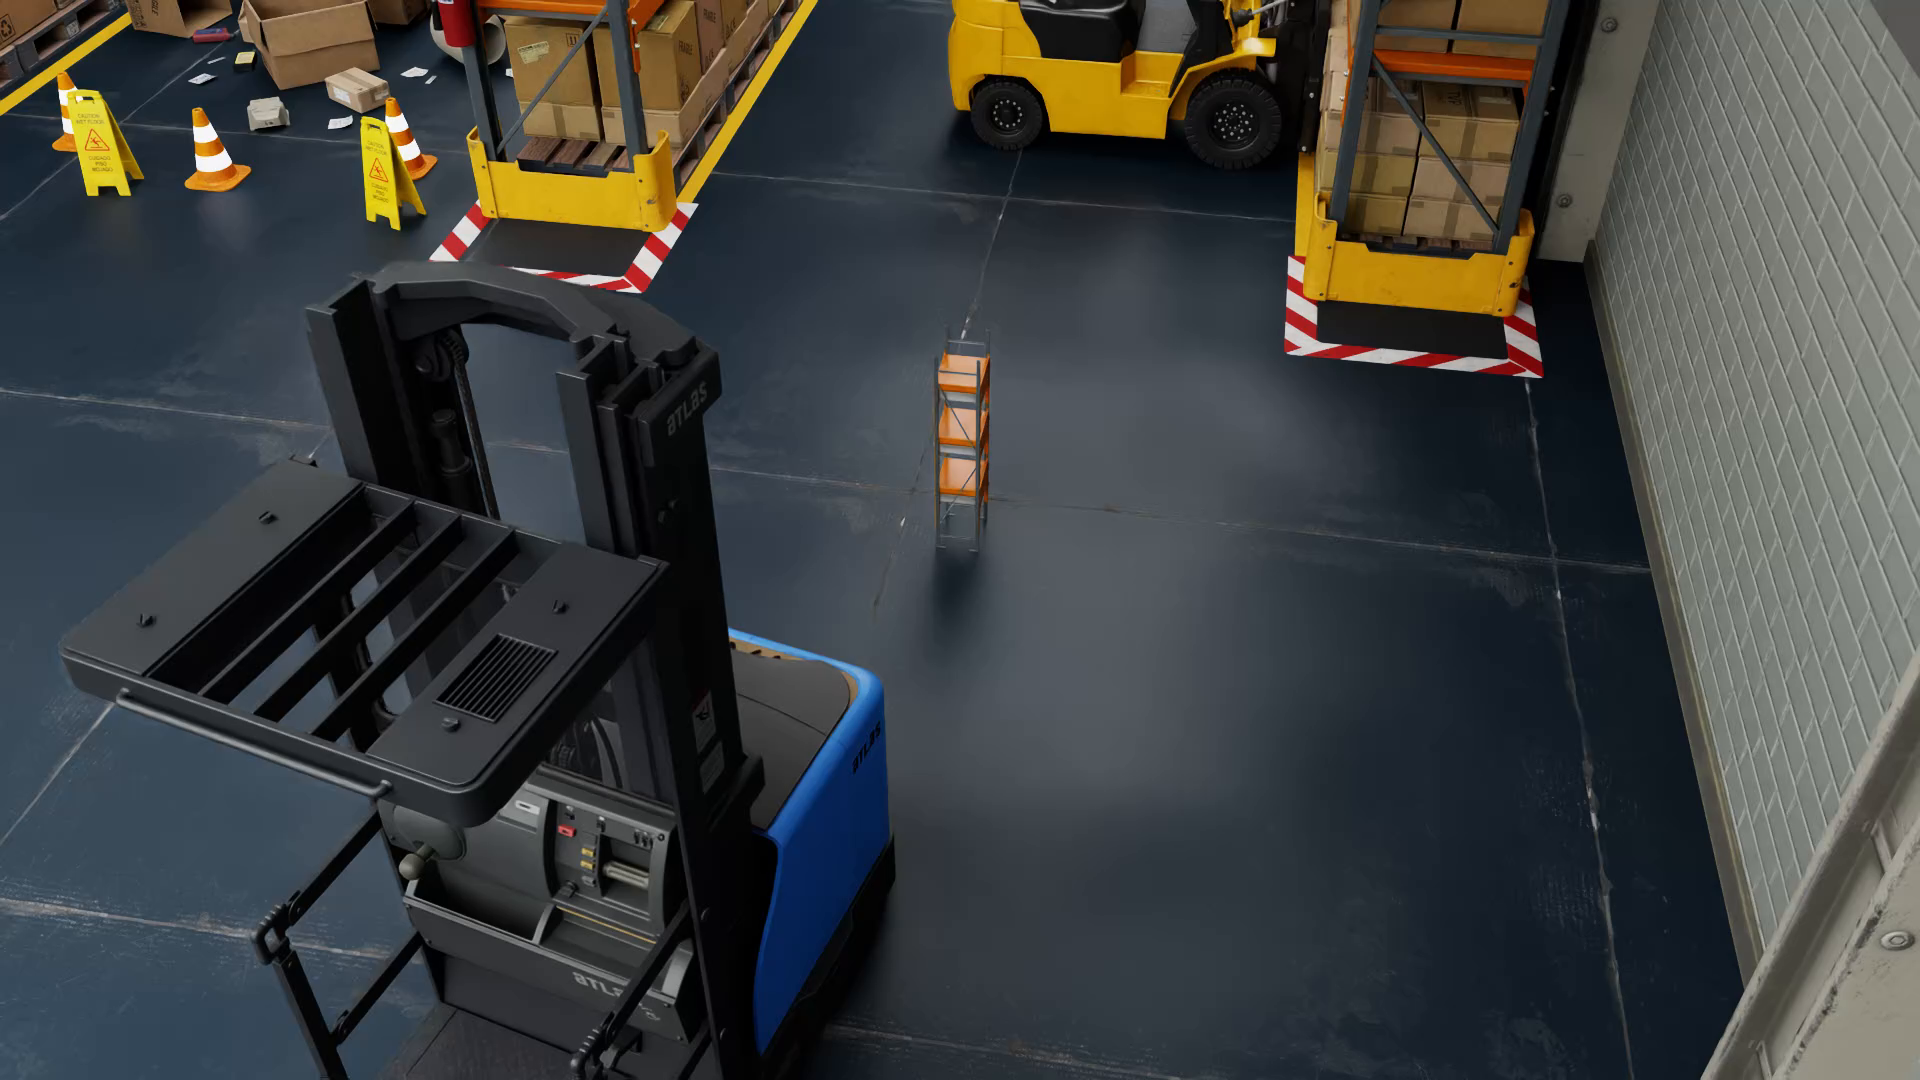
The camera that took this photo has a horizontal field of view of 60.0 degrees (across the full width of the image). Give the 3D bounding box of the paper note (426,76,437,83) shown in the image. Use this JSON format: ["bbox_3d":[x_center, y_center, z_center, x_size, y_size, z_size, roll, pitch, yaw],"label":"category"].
[{"bbox_3d":[-3.702,-3.223,11.640,0.032,0.001,0.123,6,40,8],"label":"paper note"}]

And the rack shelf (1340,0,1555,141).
[{"bbox_3d":[2.894,-3.556,10.262,1.077,0.370,4.000,6,40,8],"label":"rack shelf"}]

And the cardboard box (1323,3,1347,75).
[{"bbox_3d":[2.481,-3.028,10.102,0.500,0.250,0.500,7,40,8],"label":"cardboard box"}]

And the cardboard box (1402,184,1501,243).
[{"bbox_3d":[2.826,-1.967,9.603,0.500,0.250,0.500,7,40,8],"label":"cardboard box"}]

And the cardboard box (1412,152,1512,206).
[{"bbox_3d":[2.834,-2.145,9.426,0.500,0.250,0.500,7,40,8],"label":"cardboard box"}]

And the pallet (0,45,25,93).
[{"bbox_3d":[-7.173,-3.041,11.263,1.003,0.211,1.213,6,40,8],"label":"pallet"}]

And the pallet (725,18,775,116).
[{"bbox_3d":[-1.939,-3.365,11.655,1.003,0.211,1.213,6,40,8],"label":"pallet"}]

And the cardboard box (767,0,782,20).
[{"bbox_3d":[-1.569,-4.000,12.062,0.500,0.250,0.500,5,40,6],"label":"cardboard box"}]

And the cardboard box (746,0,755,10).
[{"bbox_3d":[-1.661,-3.984,11.454,0.500,0.500,0.500,8,40,10],"label":"cardboard box"}]

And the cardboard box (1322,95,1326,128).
[{"bbox_3d":[2.422,-2.526,9.888,0.500,0.250,0.500,6,40,7],"label":"cardboard box"}]

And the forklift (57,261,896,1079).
[{"bbox_3d":[-1.277,0.888,4.376,1.130,2.935,3.031,15,42,17],"label":"forklift"}]

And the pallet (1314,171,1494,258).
[{"bbox_3d":[2.639,-1.988,9.989,1.003,0.211,1.213,6,40,8],"label":"pallet"}]

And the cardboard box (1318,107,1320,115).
[{"bbox_3d":[2.577,-2.962,10.807,0.500,0.250,0.500,8,40,9],"label":"cardboard box"}]

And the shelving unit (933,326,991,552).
[{"bbox_3d":[0.009,-0.438,7.456,0.215,1.050,0.252,6,40,8],"label":"shelving unit"}]

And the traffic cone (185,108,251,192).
[{"bbox_3d":[-4.689,-2.466,10.370,0.336,0.463,0.334,6,40,8],"label":"traffic cone"}]

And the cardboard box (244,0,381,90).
[{"bbox_3d":[-4.531,-3.542,11.640,0.797,0.503,0.637,-20,44,-23],"label":"cardboard box"}]

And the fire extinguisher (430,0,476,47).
[{"bbox_3d":[-2.815,-3.072,9.173,0.296,0.674,0.183,6,40,8],"label":"fire extinguisher"}]

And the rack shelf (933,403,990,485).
[{"bbox_3d":[0.009,-0.430,7.463,0.215,0.259,0.240,6,40,8],"label":"rack shelf"}]

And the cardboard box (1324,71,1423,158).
[{"bbox_3d":[2.321,-2.389,9.329,0.500,0.250,0.500,8,40,9],"label":"cardboard box"}]

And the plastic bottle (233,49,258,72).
[{"bbox_3d":[-5.083,-3.419,11.837,0.133,0.061,0.283,-6,40,-8],"label":"plastic bottle"}]

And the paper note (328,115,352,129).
[{"bbox_3d":[-4.138,-2.792,11.102,0.148,0.019,0.142,-6,40,-8],"label":"paper note"}]

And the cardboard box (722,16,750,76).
[{"bbox_3d":[-1.752,-3.364,11.293,0.500,0.250,0.500,9,40,11],"label":"cardboard box"}]

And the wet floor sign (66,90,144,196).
[{"bbox_3d":[-5.289,-2.462,10.221,0.267,0.644,0.232,0,40,0],"label":"wet floor sign"}]

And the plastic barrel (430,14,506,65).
[{"bbox_3d":[-3.475,-3.593,11.764,0.421,0.421,0.512,-28,47,-30],"label":"plastic barrel"}]

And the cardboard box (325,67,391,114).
[{"bbox_3d":[-4.104,-3.069,11.346,0.380,0.149,0.250,28,47,30],"label":"cardboard box"}]

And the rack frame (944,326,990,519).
[{"bbox_3d":[0.030,-0.515,7.549,0.200,1.050,0.008,6,40,8],"label":"rack frame"}]

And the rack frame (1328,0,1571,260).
[{"bbox_3d":[2.548,-2.578,8.514,1.000,3.000,0.127,6,40,8],"label":"rack frame"}]

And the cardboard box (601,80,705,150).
[{"bbox_3d":[-1.929,-2.701,10.491,0.500,0.250,0.500,6,40,7],"label":"cardboard box"}]

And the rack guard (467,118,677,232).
[{"bbox_3d":[-2.328,-2.207,10.028,1.175,0.500,0.348,6,40,8],"label":"rack guard"}]

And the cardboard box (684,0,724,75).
[{"bbox_3d":[-1.840,-3.334,10.668,0.500,0.500,0.500,5,40,6],"label":"cardboard box"}]

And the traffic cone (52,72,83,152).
[{"bbox_3d":[-5.744,-2.804,10.779,0.336,0.463,0.334,6,40,8],"label":"traffic cone"}]

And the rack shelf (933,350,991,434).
[{"bbox_3d":[0.009,-0.649,7.282,0.215,0.259,0.240,6,40,8],"label":"rack shelf"}]

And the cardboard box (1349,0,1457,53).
[{"bbox_3d":[2.375,-2.954,8.891,0.500,0.500,0.500,6,40,7],"label":"cardboard box"}]

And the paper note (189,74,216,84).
[{"bbox_3d":[-5.298,-3.231,11.636,0.144,0.017,0.142,20,44,23],"label":"paper note"}]

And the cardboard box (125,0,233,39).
[{"bbox_3d":[-5.800,-4.066,12.274,0.500,0.500,0.500,13,41,15],"label":"cardboard box"}]

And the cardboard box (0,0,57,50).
[{"bbox_3d":[-7.032,-3.934,11.492,0.875,0.875,0.875,6,40,7],"label":"cardboard box"}]

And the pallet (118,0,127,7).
[{"bbox_3d":[-6.751,-4.572,13.115,1.003,0.211,1.213,6,40,8],"label":"pallet"}]

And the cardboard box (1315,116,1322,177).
[{"bbox_3d":[2.414,-2.321,10.032,0.500,0.250,0.500,6,40,8],"label":"cardboard box"}]
